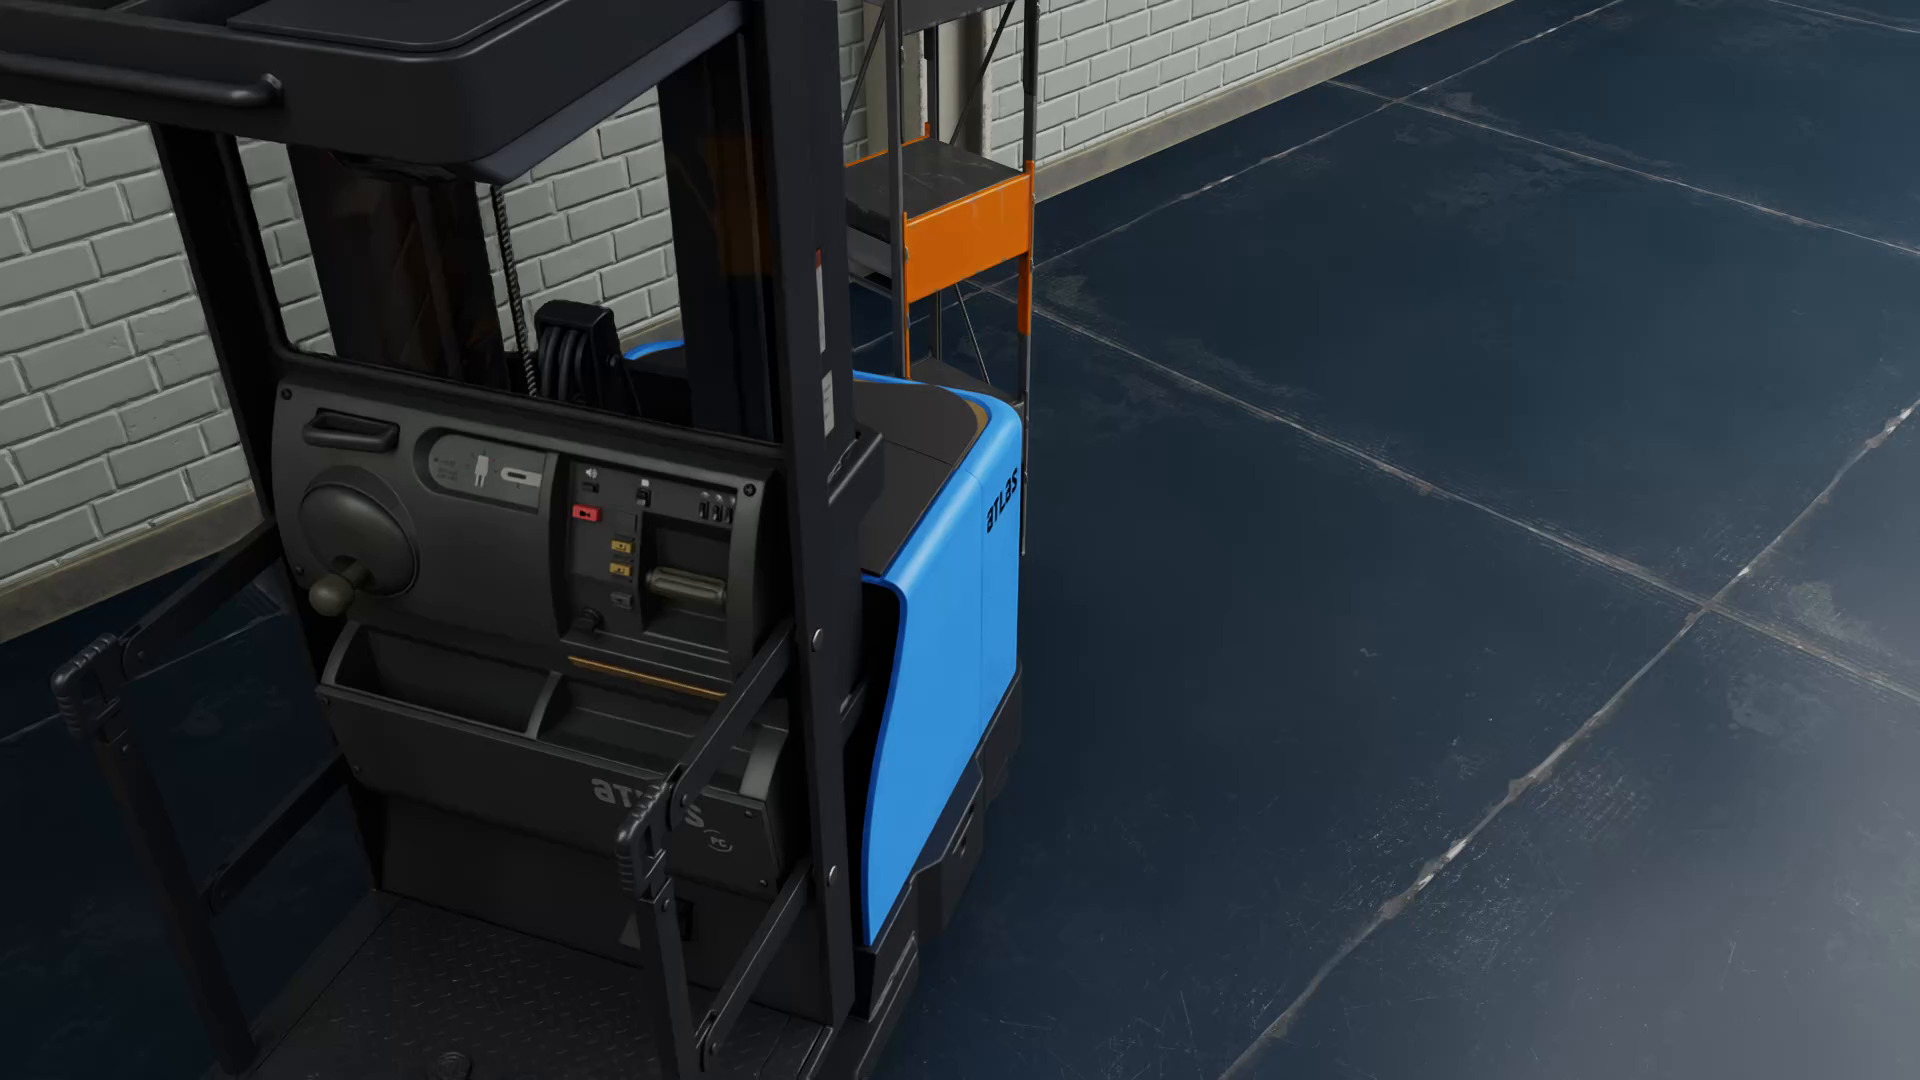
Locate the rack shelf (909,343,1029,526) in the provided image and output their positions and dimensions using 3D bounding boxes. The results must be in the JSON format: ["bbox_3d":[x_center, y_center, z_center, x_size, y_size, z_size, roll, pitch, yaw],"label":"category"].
[{"bbox_3d":[-0.117,-0.209,4.961,0.431,0.518,0.480,30,45,35],"label":"rack shelf"}]

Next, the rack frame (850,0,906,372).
[{"bbox_3d":[-0.289,-0.695,4.411,0.400,2.100,0.015,30,45,35],"label":"rack frame"}]

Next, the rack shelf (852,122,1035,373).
[{"bbox_3d":[-0.117,-0.783,4.561,0.431,0.518,0.480,30,45,35],"label":"rack shelf"}]

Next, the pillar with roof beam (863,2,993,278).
[{"bbox_3d":[2.936,-3.092,1.818,9.100,9.000,0.400,30,45,35],"label":"pillar with roof beam"}]

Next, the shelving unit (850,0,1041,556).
[{"bbox_3d":[-0.117,-0.794,4.553,0.431,2.100,0.503,30,45,35],"label":"shelving unit"}]

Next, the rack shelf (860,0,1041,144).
[{"bbox_3d":[-0.117,-1.357,4.160,0.431,0.518,0.480,30,45,35],"label":"rack shelf"}]

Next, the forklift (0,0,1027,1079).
[{"bbox_3d":[-0.812,0.031,2.643,1.130,2.935,3.031,12,37,16],"label":"forklift"}]

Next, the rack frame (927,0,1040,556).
[{"bbox_3d":[0.055,-0.893,4.695,0.400,2.100,0.015,30,45,35],"label":"rack frame"}]
